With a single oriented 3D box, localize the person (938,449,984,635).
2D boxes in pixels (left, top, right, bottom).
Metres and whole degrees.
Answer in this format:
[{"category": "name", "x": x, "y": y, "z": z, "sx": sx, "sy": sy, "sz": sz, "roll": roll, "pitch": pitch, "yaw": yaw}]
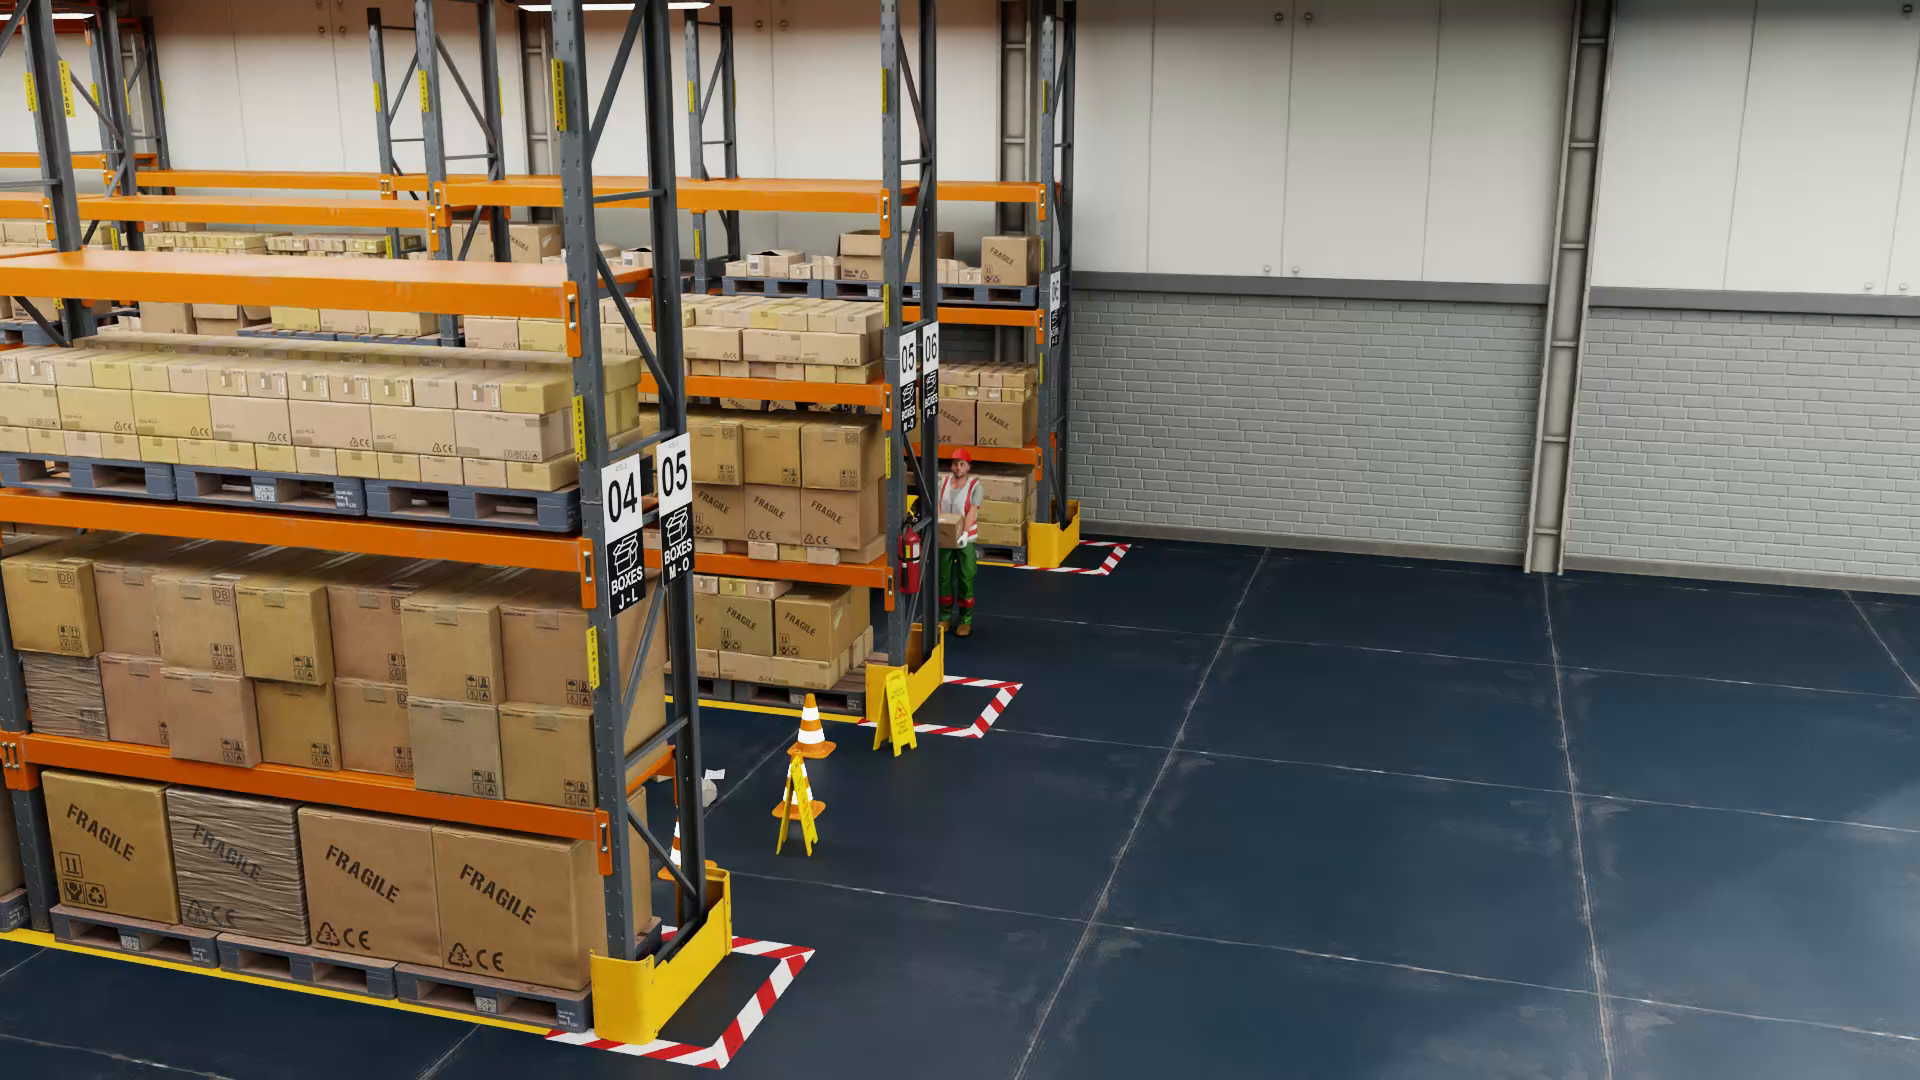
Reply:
[{"category": "person", "x": -0.051, "y": 0.035, "z": 15.850, "sx": 0.493, "sy": 1.782, "sz": 0.572, "roll": 5, "pitch": 16, "yaw": 17}]
